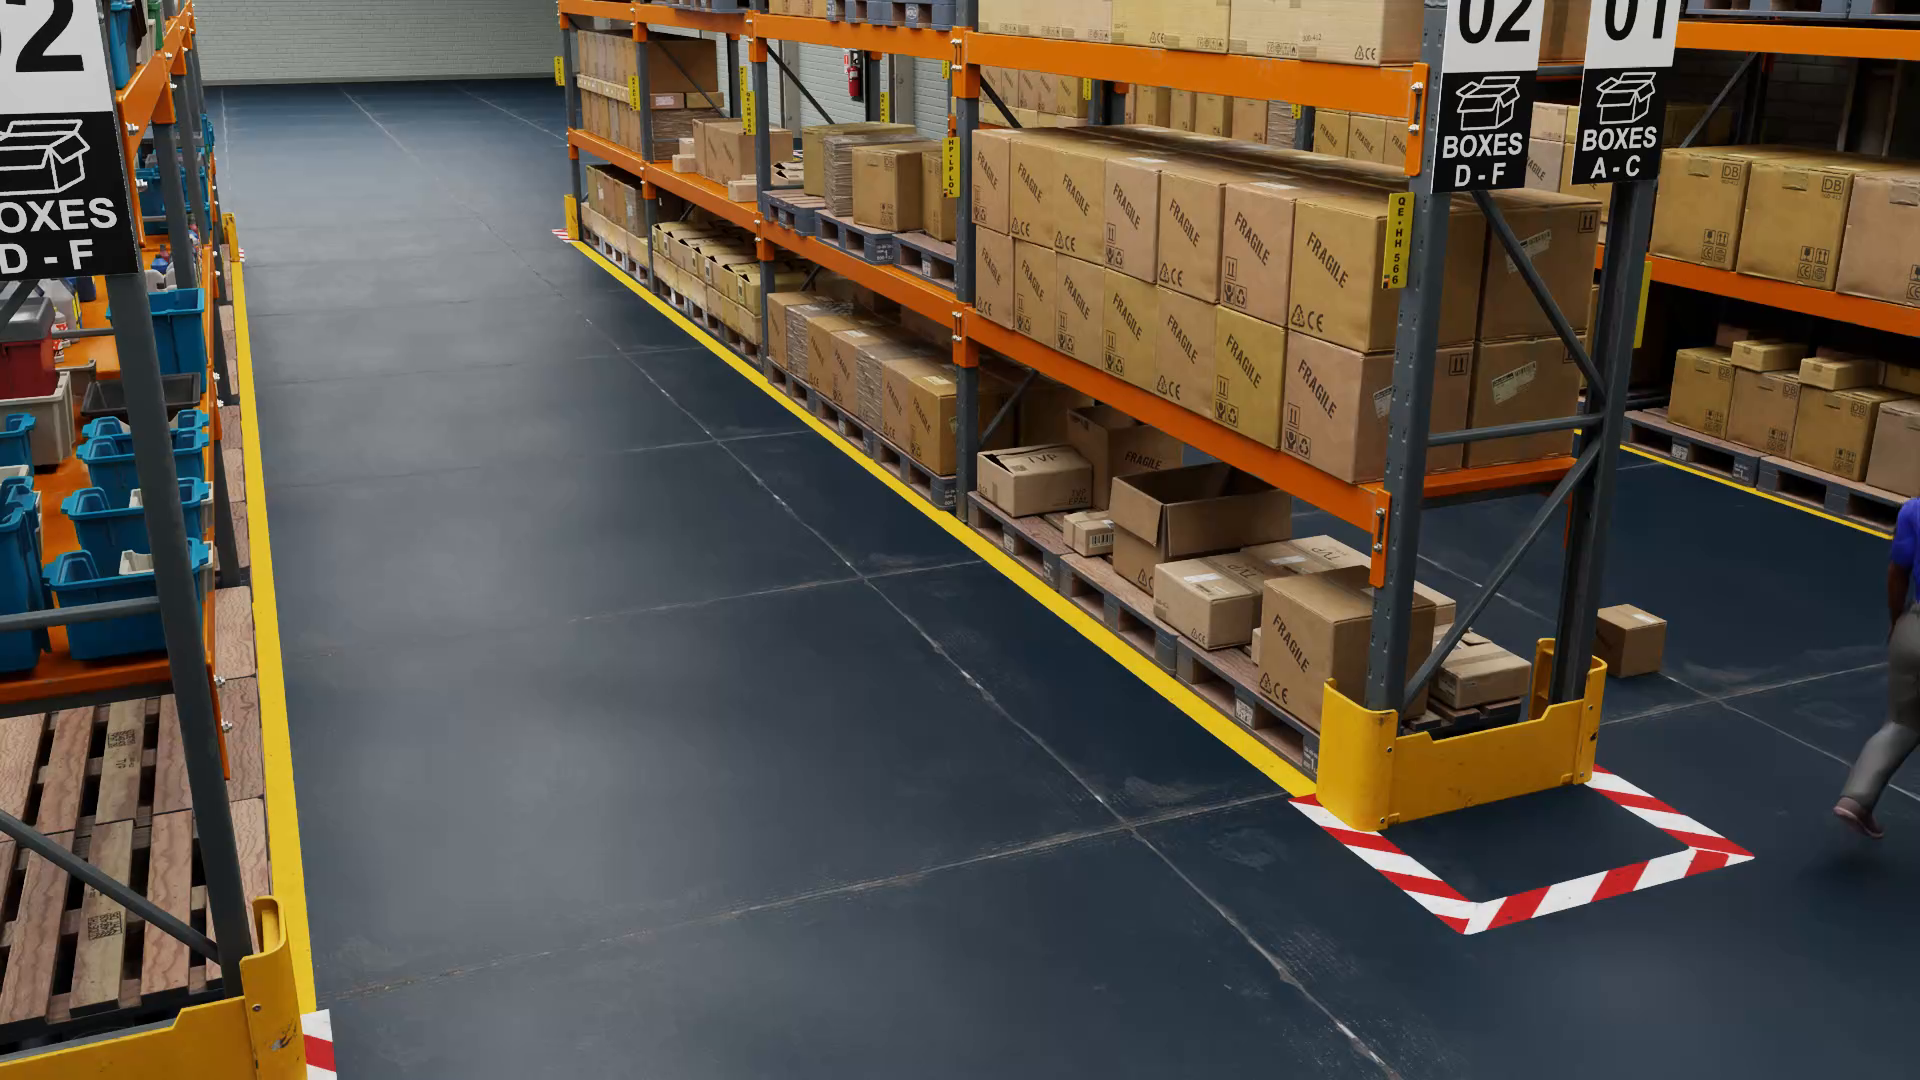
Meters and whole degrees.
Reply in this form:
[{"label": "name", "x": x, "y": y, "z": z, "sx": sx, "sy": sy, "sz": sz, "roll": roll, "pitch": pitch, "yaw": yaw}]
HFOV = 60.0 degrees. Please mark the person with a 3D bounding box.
[{"label": "person", "x": 3.582, "y": 0.371, "z": 6.009, "sx": 0.869, "sy": 1.599, "sz": 0.501, "roll": -15, "pitch": 24, "yaw": -37}]
